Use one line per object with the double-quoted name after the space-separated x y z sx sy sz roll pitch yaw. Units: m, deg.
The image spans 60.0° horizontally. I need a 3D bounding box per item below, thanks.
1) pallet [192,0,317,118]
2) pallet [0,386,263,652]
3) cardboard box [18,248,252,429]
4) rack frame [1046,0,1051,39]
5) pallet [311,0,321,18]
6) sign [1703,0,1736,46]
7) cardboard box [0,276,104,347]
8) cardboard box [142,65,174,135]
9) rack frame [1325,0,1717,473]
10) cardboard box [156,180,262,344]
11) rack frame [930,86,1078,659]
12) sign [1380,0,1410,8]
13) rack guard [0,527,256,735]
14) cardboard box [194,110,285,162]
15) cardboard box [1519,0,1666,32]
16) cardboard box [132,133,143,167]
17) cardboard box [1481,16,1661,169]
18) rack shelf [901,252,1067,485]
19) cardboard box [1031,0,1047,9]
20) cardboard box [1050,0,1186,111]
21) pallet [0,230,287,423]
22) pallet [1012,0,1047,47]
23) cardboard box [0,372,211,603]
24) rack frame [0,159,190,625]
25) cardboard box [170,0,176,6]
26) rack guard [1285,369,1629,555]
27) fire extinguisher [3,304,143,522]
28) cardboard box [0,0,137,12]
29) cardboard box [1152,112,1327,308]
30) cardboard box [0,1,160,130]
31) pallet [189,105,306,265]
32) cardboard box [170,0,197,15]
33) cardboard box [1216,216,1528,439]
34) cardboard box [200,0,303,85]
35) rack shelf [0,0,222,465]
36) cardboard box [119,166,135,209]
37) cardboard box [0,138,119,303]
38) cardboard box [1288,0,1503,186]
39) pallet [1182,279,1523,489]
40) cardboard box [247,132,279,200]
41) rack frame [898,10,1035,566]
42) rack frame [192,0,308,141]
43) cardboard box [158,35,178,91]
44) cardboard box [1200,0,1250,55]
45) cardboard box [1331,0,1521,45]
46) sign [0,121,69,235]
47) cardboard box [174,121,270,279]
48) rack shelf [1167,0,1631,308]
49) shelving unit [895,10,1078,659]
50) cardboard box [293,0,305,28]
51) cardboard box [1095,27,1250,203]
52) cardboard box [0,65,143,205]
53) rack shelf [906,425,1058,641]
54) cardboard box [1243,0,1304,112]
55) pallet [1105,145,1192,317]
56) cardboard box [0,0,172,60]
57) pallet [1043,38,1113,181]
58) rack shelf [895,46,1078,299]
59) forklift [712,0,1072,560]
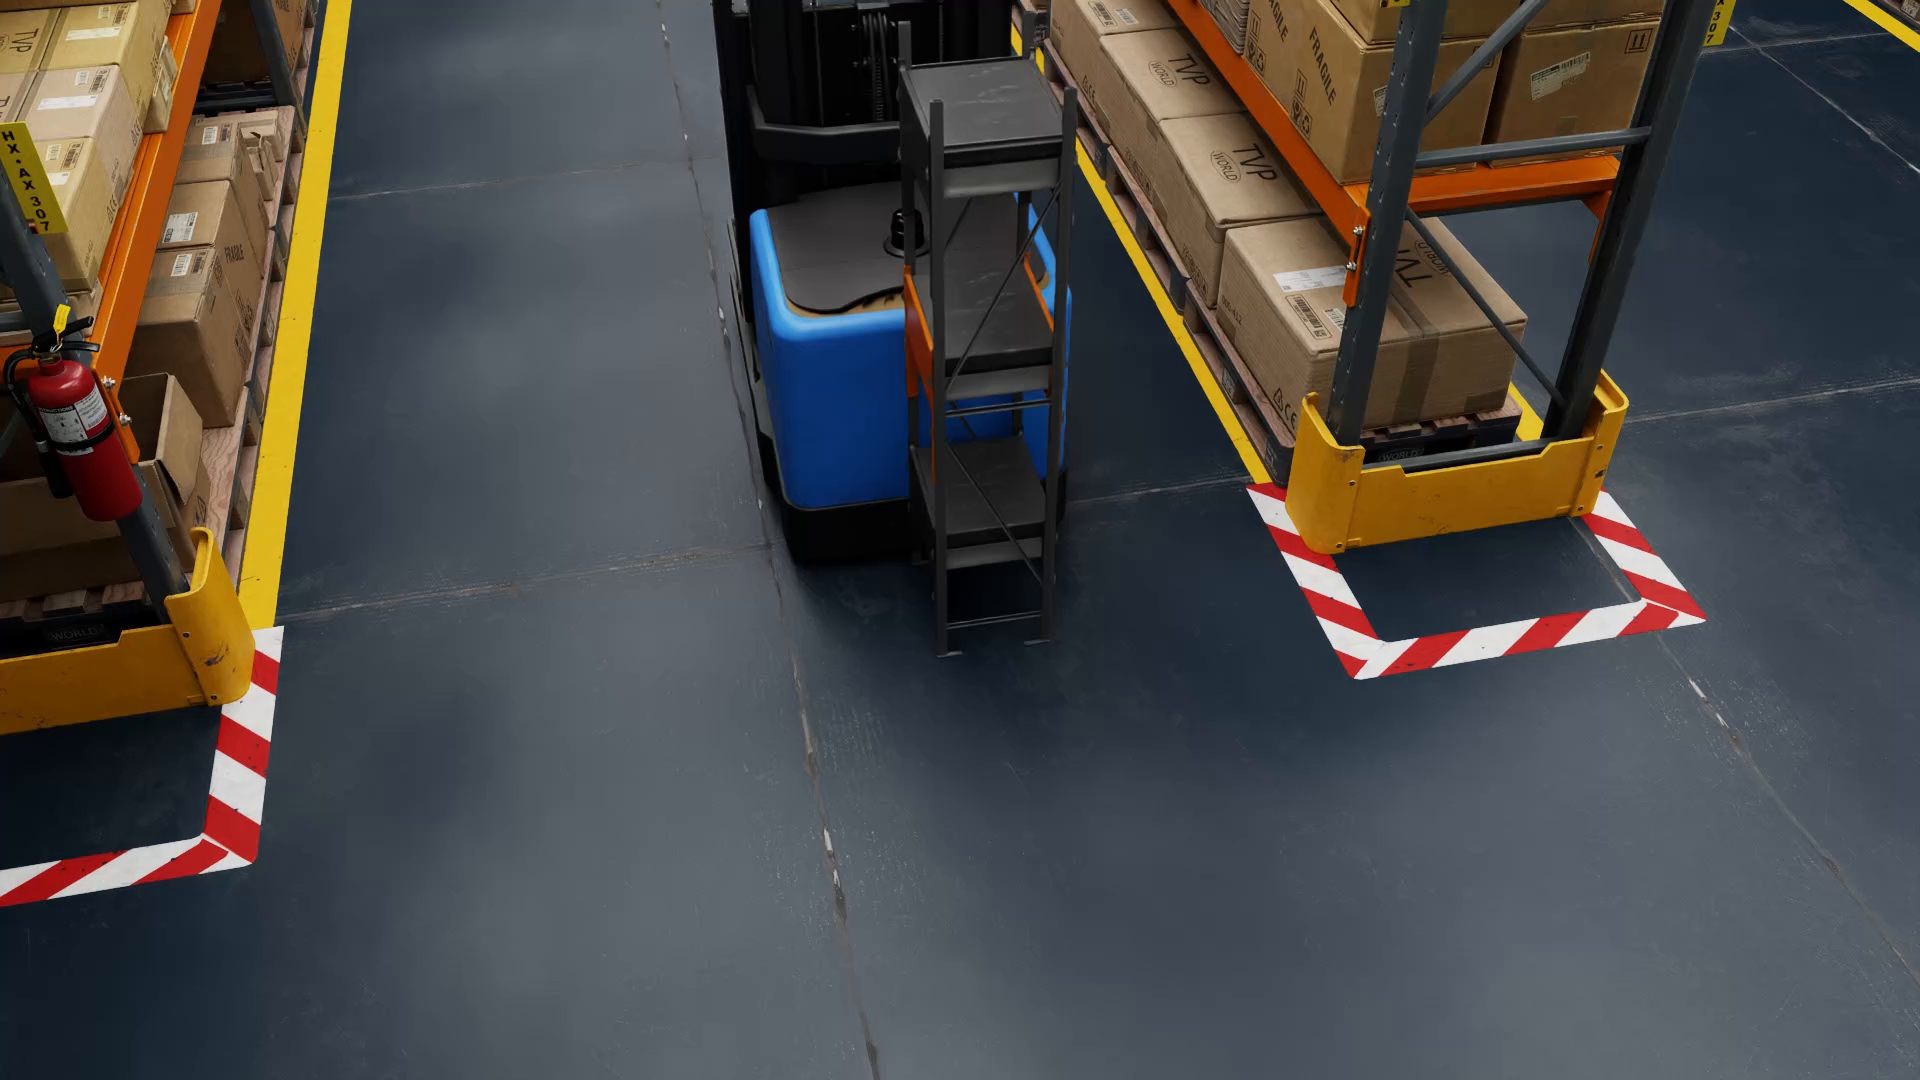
-4.082 -2.627 9.051 1.003 0.211 1.213 -8 42 -9 "pallet"
-3.196 -0.079 6.180 1.003 0.211 1.213 -8 42 -9 "pallet"
-3.192 -0.748 6.399 0.700 0.500 0.500 -7 42 -8 "cardboard box"
0.976 -3.862 8.341 1.000 3.000 0.127 -8 42 -9 "rack frame"
-4.349 -3.420 9.944 1.003 0.211 1.213 -8 42 -9 "pallet"
2.383 -1.698 5.192 0.100 0.325 0.005 -8 42 -9 "sign"
-2.809 -0.714 4.984 0.380 0.149 0.250 -9 42 -10 "cardboard box"
-3.039 -1.556 5.933 0.380 0.149 0.250 -9 42 -11 "cardboard box"
1.839 -1.269 5.420 1.000 3.000 0.127 -8 42 -9 "rack frame"
-3.209 -1.105 6.802 0.500 0.500 0.500 -8 42 -8 "cardboard box"
0.117 -0.402 5.121 0.400 2.100 0.015 -8 42 -9 "rack frame"
1.307 -1.722 4.880 0.100 0.325 0.005 -8 42 -9 "sign"
-3.023 0.330 5.502 1.175 0.500 0.348 -8 42 -9 "rack guard"
-3.463 -1.920 7.985 0.380 0.149 0.250 -10 42 -11 "cardboard box"
2.014 -2.033 5.452 0.500 0.500 0.500 -9 42 -10 "cardboard box"
-3.058 -1.382 5.736 0.380 0.149 0.250 -8 42 -9 "cardboard box"
2.016 -1.659 5.784 0.500 0.500 0.500 -9 42 -10 "cardboard box"
0.069 -0.550 5.309 0.431 0.518 0.480 -8 42 -9 "rack shelf"
0.764 -3.615 9.347 0.875 0.875 0.875 -7 42 -8 "cardboard box"
1.007 -2.639 8.577 0.875 0.438 0.875 -9 42 -10 "cardboard box"
-3.456 -0.868 7.069 1.003 0.211 1.213 -8 42 -9 "pallet"
0.736 -3.309 9.818 1.003 0.211 1.213 -8 42 -9 "pallet"
-3.046 -0.189 5.768 0.797 0.503 0.637 -10 43 -11 "cardboard box"
-3.006 -0.556 4.617 1.000 3.000 0.127 -8 42 -9 "rack frame"
-3.304 -2.261 6.426 0.500 0.250 0.500 -9 42 -10 "cardboard box"
1.845 -0.319 6.233 1.175 0.500 0.348 -8 42 -9 "rack guard"
-2.523 -0.358 4.733 0.296 0.674 0.183 -8 42 -9 "fire extinguisher"
-3.165 -2.196 5.789 0.500 0.500 0.500 -7 42 -8 "cardboard box"
1.394 -1.474 7.264 0.875 0.438 0.875 -7 42 -8 "cardboard box"
-3.063 -1.598 5.680 0.500 0.250 0.500 -9 42 -10 "cardboard box"
-3.722 -1.660 7.962 1.003 0.211 1.213 -8 42 -9 "pallet"
-3.285 -2.218 6.678 0.380 0.149 0.250 -9 42 -10 "cardboard box"
1.599 -0.882 6.597 0.875 0.438 0.875 -10 43 -11 "cardboard box"
-3.754 -2.717 8.617 0.500 0.500 0.500 -7 42 -7 "cardboard box"
-3.438 -1.583 6.316 1.077 0.370 4.000 -8 42 -9 "rack shelf"
-2.995 -1.210 5.543 0.380 0.149 0.250 -7 42 -8 "cardboard box"
-2.841 -0.944 4.942 0.500 0.250 0.500 -8 42 -9 "cardboard box"
1.477 -1.582 5.697 0.500 0.500 0.500 -8 42 -9 "cardboard box"
1.591 -0.734 6.917 1.003 0.211 1.213 -8 42 -9 "pallet"
-3.386 -1.733 7.686 0.396 0.266 0.258 -7 42 -8 "cardboard box"
0.020 -0.719 5.478 0.400 2.100 0.015 -8 42 -9 "rack frame"
-3.870 -3.149 7.537 1.000 3.000 0.127 -8 42 -9 "rack frame"
-3.116 -1.724 6.122 0.380 0.149 0.250 -7 42 -8 "cardboard box"
1.263 -2.241 6.440 0.500 0.500 0.500 -7 42 -8 "cardboard box"
1.503 -1.959 5.369 0.500 0.500 0.500 -7 42 -8 "cardboard box"
-2.477 -0.957 4.417 0.100 0.325 0.005 -8 42 -9 "sign"
-3.416 -1.421 7.157 0.700 0.500 0.500 -10 43 -11 "cardboard box"
1.408 -2.297 7.120 1.077 0.370 4.000 -8 42 -9 "rack shelf"
0.069 -0.560 5.300 0.431 2.100 0.503 -8 42 -9 "shelving unit"
-3.879 -3.060 9.005 0.500 0.500 0.500 -9 42 -10 "cardboard box"
1.201 -2.059 7.923 0.875 0.438 0.875 -10 42 -11 "cardboard box"
-2.950 -1.270 5.311 0.500 0.250 0.500 -8 42 -9 "cardboard box"
0.069 -0.027 5.773 0.431 0.518 0.480 -8 42 -9 "rack shelf"
1.383 -1.909 6.066 0.500 0.500 0.500 -9 42 -10 "cardboard box"
1.331 -1.523 7.807 1.003 0.211 1.213 -8 42 -9 "pallet"
-3.194 -1.927 6.050 0.500 0.250 0.500 -9 42 -10 "cardboard box"
1.064 -2.315 8.699 1.003 0.211 1.213 -8 42 -9 "pallet"
0.069 -1.074 4.844 0.431 0.518 0.480 -8 42 -9 "rack shelf"
-0.401 -2.010 6.306 1.130 2.935 3.031 -8 42 -9 "forklift"
